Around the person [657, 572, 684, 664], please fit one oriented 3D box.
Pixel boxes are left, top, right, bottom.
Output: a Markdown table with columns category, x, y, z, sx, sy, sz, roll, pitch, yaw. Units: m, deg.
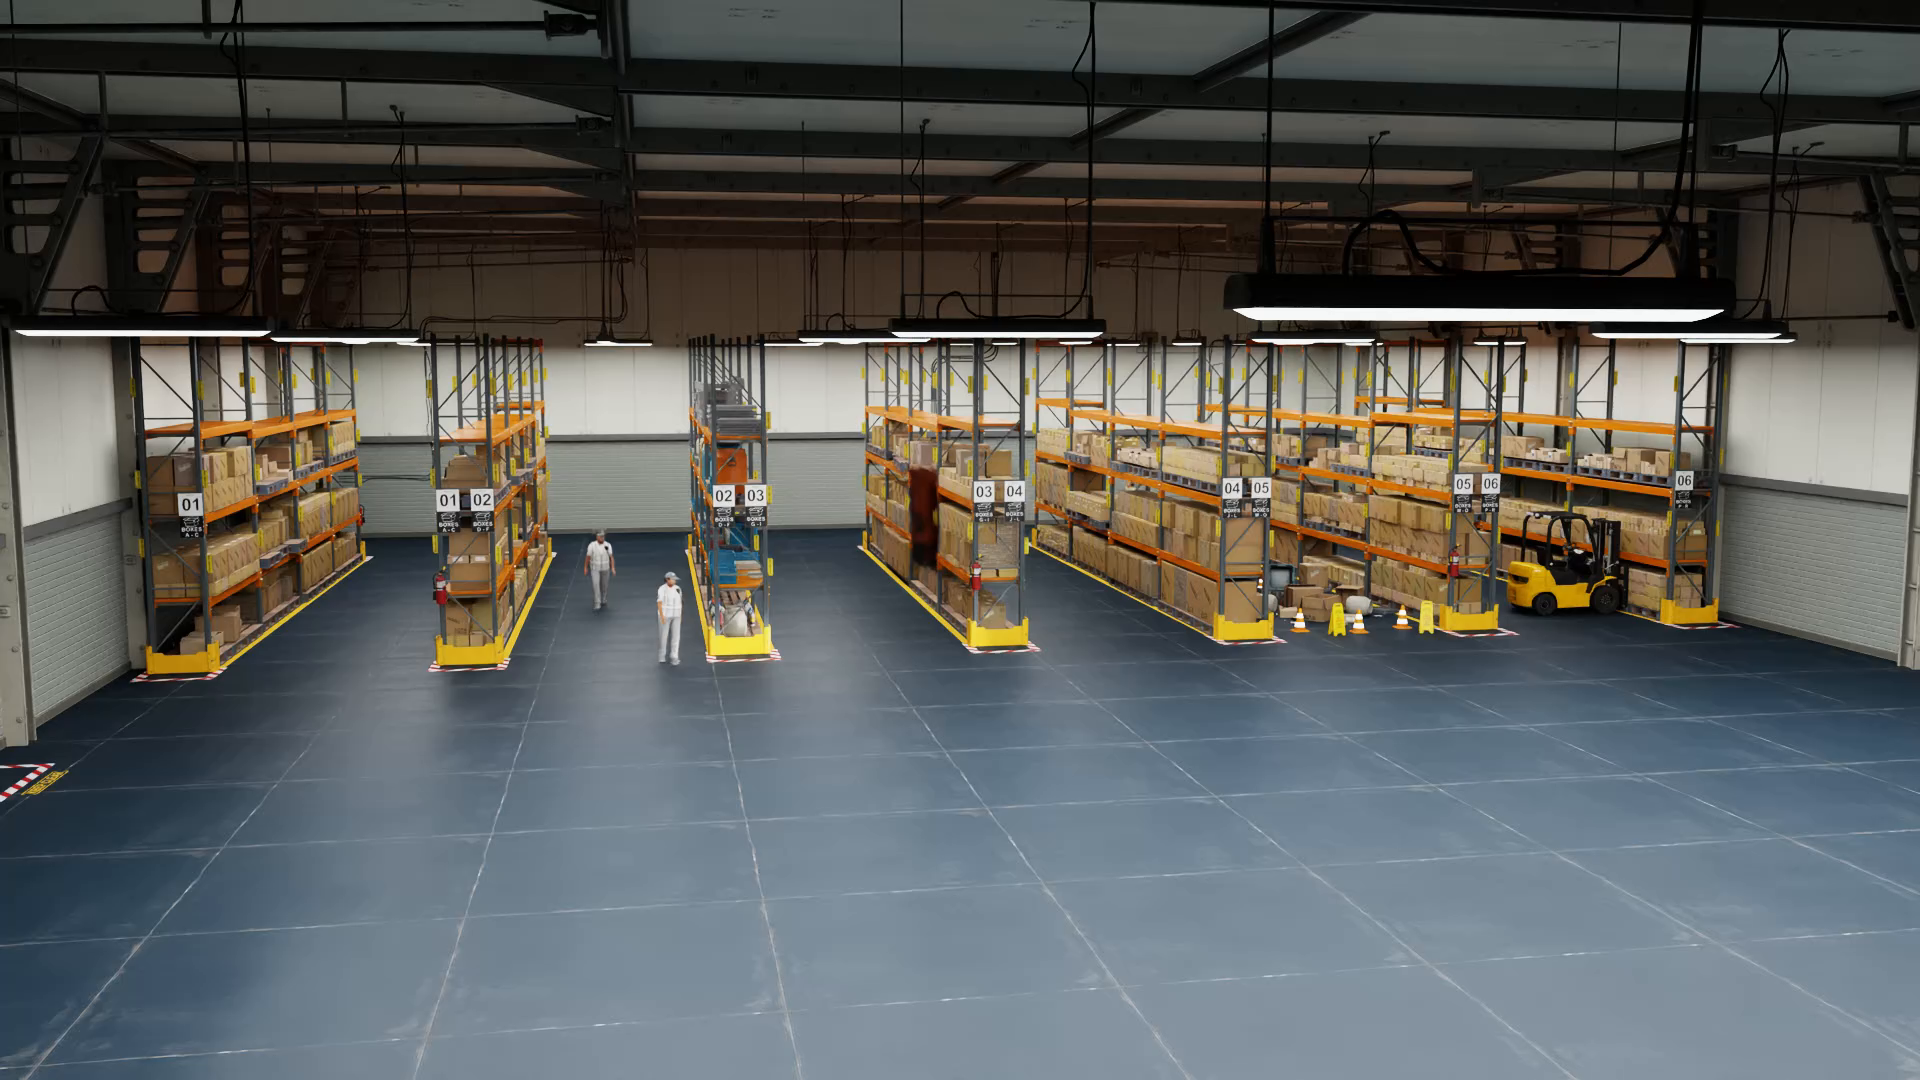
| category | x | y | z | sx | sy | sz | roll | pitch | yaw |
| --- | --- | --- | --- | --- | --- | --- | --- | --- | --- |
| person | -5.294 | 1.417 | 30.486 | 0.499 | 1.666 | 0.586 | -4 | 8 | -34 |

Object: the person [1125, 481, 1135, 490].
| category | x | y | z | sx | sy | sz | roll | pitch | yaw |
| --- | --- | --- | --- | --- | --- | --- | --- | --- | --- |
| person | 5.379 | -1.133 | 52.518 | 0.593 | 1.659 | 0.436 | -3 | 7 | -25 |

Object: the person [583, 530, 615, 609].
| category | x | y | z | sx | sy | sz | roll | pitch | yaw |
| --- | --- | --- | --- | --- | --- | --- | --- | --- | --- |
| person | -8.011 | 0.620 | 36.940 | 0.656 | 1.701 | 1.077 | -2 | 7 | -19 |
